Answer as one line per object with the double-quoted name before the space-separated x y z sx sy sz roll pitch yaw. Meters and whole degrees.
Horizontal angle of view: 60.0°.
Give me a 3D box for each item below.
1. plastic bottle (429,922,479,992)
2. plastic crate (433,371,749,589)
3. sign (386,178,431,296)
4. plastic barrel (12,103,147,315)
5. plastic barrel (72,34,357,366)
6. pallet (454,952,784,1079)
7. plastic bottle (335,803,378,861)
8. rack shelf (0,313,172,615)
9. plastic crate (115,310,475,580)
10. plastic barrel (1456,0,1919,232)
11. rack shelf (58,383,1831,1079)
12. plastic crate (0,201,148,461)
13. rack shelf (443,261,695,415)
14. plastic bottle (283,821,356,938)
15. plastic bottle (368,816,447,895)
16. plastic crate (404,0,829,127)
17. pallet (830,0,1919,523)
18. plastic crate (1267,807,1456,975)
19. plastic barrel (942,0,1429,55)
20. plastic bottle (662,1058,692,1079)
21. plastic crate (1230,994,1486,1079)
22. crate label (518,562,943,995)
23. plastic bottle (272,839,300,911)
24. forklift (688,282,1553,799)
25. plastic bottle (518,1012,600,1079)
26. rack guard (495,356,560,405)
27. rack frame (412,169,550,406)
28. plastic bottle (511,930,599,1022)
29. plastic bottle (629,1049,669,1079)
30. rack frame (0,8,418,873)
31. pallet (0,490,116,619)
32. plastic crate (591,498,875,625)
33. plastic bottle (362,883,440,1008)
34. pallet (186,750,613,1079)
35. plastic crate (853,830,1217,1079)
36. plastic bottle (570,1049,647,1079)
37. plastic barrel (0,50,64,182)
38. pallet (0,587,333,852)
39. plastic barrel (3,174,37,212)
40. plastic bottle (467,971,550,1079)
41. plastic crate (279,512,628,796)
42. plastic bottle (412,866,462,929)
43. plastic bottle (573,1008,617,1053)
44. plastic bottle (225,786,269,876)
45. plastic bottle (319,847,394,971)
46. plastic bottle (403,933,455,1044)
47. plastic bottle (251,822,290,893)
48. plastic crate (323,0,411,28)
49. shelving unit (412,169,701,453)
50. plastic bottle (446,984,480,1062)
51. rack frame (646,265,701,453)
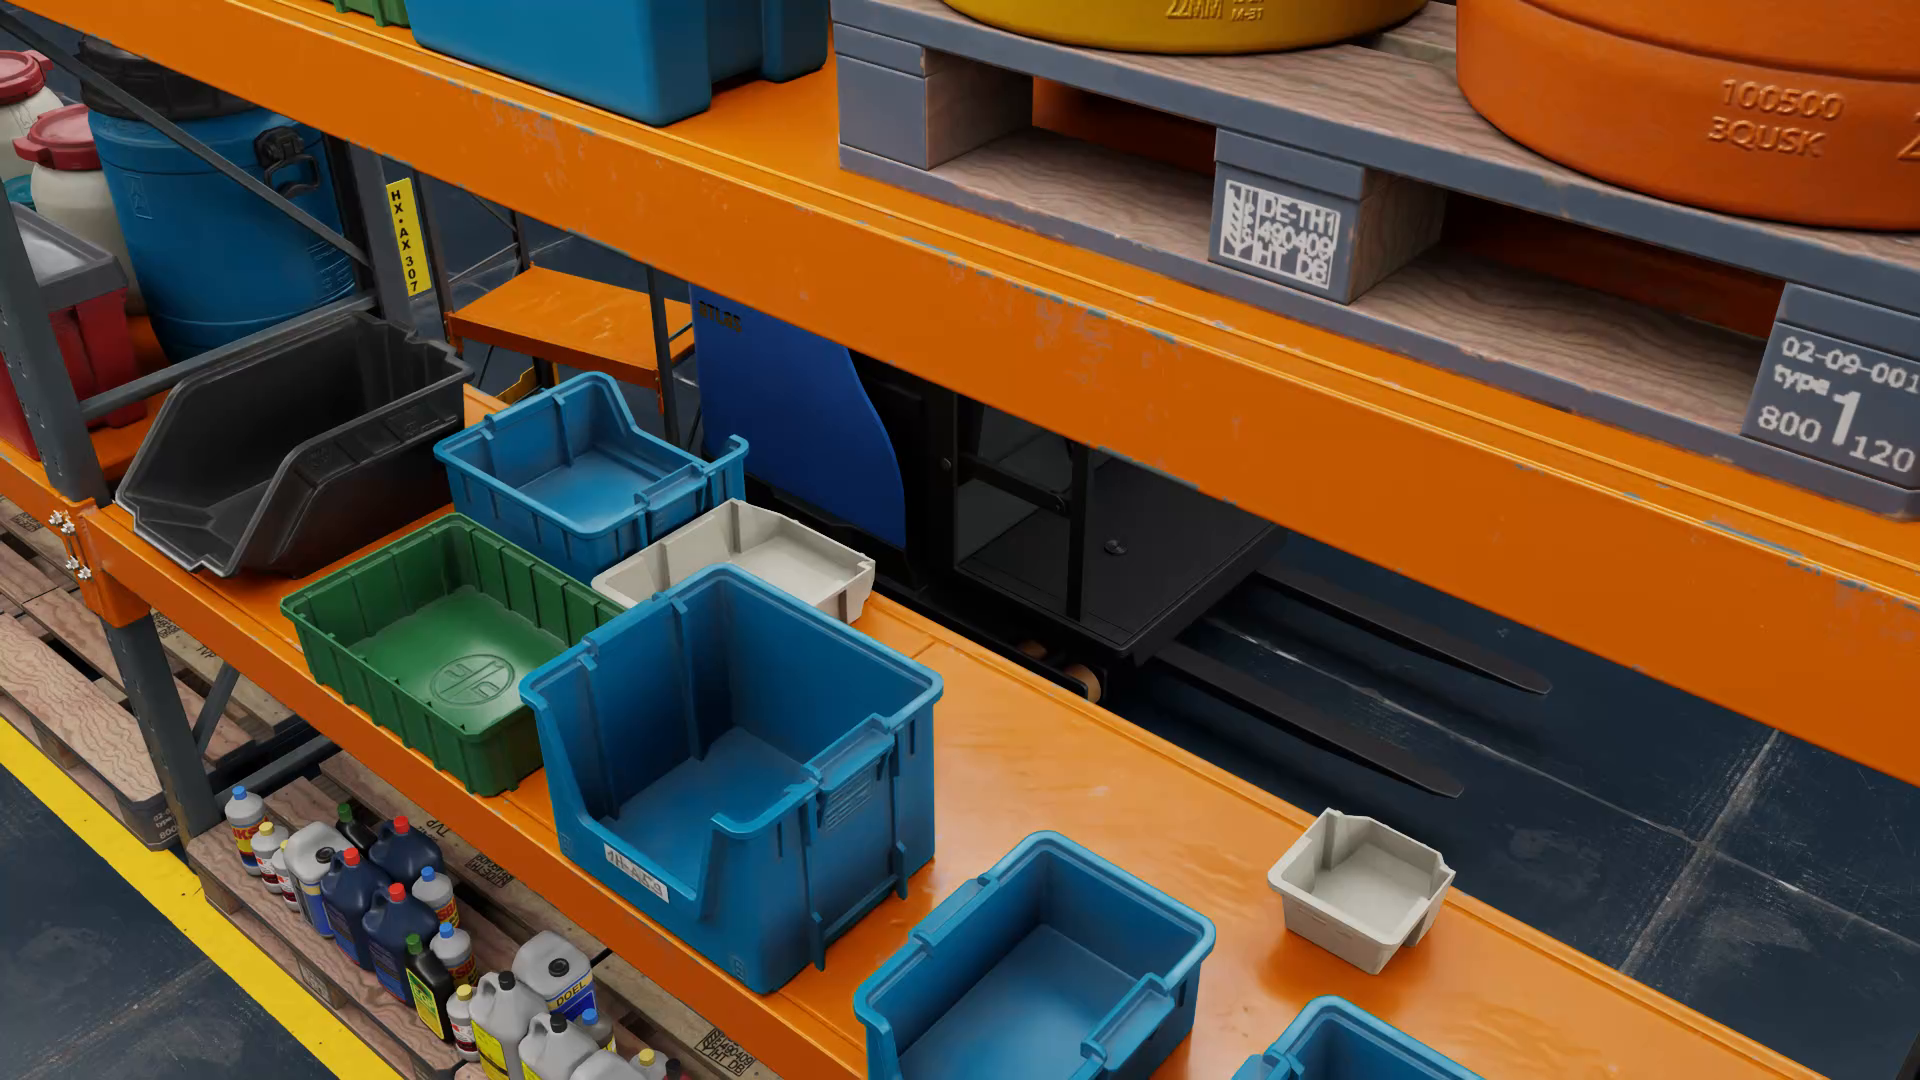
"plastic bottle" -1.244 1.047 4.097 0.097 0.271 0.097 0 34 0
"plastic crate" -0.856 -0.130 3.921 0.616 0.251 0.499 25 42 32
"sign" -1.520 -0.824 4.555 0.005 0.325 0.100 25 42 32
"plastic barrel" -2.475 -0.972 4.896 0.433 0.535 0.433 0 34 0
"plastic barrel" -1.984 -0.953 4.545 0.708 0.901 0.600 25 42 32
"pallet" -0.449 1.378 4.056 1.213 0.211 1.003 25 42 32
"plastic bottle" -1.582 0.829 4.404 0.133 0.283 0.061 25 42 32
"rack shelf" -3.418 -0.902 5.549 4.000 0.370 1.077 25 42 32
"plastic crate" -1.560 -0.204 3.952 0.504 0.338 0.767 25 42 32
"plastic barrel" 0.739 -0.733 1.267 0.708 0.830 0.600 25 42 32
"rack shelf" -0.343 0.547 3.440 4.000 0.370 1.077 25 42 32
"plastic crate" -2.448 -0.543 4.334 0.583 0.464 0.402 25 42 32
"rack shelf" -1.410 -0.792 6.397 1.000 0.185 0.538 16 38 22
"plastic bottle" -1.650 0.878 4.338 0.135 0.276 0.152 27 43 33
"plastic bottle" -1.433 0.847 4.319 0.185 0.351 0.144 25 42 32
"plastic crate" -0.465 -0.815 2.152 0.575 0.384 0.392 25 42 32
"pallet" 0.620 -0.526 1.884 1.213 0.211 1.003 25 42 32
"plastic crate" 0.712 0.619 2.932 0.250 0.136 0.298 25 42 32
"plastic barrel" 0.236 -0.870 1.681 0.600 0.588 0.600 0 34 0
"plastic bottle" -0.607 1.289 3.735 0.133 0.283 0.061 25 42 32
"plastic crate" 0.617 0.985 2.298 0.616 0.251 0.499 25 42 32
"crate label" -0.394 0.411 2.971 0.616 0.435 0.502 25 42 32
"plastic bottle" -1.760 0.878 4.406 0.097 0.201 0.097 0 34 0
"forklift" 0.482 -0.979 5.086 3.031 2.935 1.130 25 42 32
"plastic bottle" -0.911 1.199 3.806 0.185 0.351 0.144 27 43 34
"rack guard" -1.861 -0.557 6.840 0.087 0.250 0.587 16 38 22
"rack frame" -1.862 -1.072 6.487 0.032 1.500 0.500 16 38 22
"plastic bottle" -0.978 1.089 4.032 0.135 0.276 0.152 25 42 32
"plastic bottle" -0.716 1.258 3.852 0.097 0.201 0.097 0 34 0
"rack frame" -1.881 -0.474 4.291 0.127 3.000 1.000 25 42 32
"pallet" -3.451 -0.034 6.113 1.213 0.211 1.003 25 42 32
"plastic crate" -0.471 0.112 3.670 0.437 0.136 0.530 25 42 32
"plastic bottle" -1.381 0.978 4.128 0.185 0.351 0.144 23 41 30
"pallet" -1.391 0.937 4.700 1.213 0.211 1.003 25 42 32
"plastic crate" 0.122 0.747 2.644 0.408 0.251 0.499 25 42 32
"plastic bottle" -0.781 1.288 3.742 0.135 0.276 0.152 24 41 31
"plastic barrel" -3.039 -1.238 5.283 0.433 0.535 0.433 0 34 0
"pallet" -2.509 0.408 5.470 1.213 0.211 1.003 25 42 32
"plastic barrel" -2.800 -0.963 5.125 0.301 0.262 0.301 0 34 0
"plastic bottle" -1.054 1.132 3.904 0.185 0.351 0.144 25 42 31
"plastic crate" -1.018 0.228 3.456 0.662 0.188 0.450 25 42 32
"plastic bottle" -1.337 0.942 4.250 0.097 0.271 0.097 0 34 0
"plastic bottle" -0.867 1.192 3.948 0.097 0.201 0.097 0 34 0
"plastic bottle" -1.916 0.775 4.493 0.097 0.271 0.097 0 34 0
"plastic bottle" -1.526 0.909 4.228 0.185 0.351 0.144 26 42 33
"plastic bottle" -1.280 1.083 4.034 0.133 0.283 0.061 27 43 34
"plastic bottle" -1.838 0.841 4.459 0.097 0.201 0.097 0 34 0
"plastic crate" -0.842 -0.933 2.497 0.450 0.188 0.336 25 42 32
"shelving unit" -1.419 -0.943 6.298 1.083 1.500 0.587 16 38 22
"plastic bottle" -1.178 1.152 4.006 0.097 0.201 0.097 0 34 0
"rack frame" -0.958 -0.809 6.103 0.032 1.500 0.500 16 38 22
